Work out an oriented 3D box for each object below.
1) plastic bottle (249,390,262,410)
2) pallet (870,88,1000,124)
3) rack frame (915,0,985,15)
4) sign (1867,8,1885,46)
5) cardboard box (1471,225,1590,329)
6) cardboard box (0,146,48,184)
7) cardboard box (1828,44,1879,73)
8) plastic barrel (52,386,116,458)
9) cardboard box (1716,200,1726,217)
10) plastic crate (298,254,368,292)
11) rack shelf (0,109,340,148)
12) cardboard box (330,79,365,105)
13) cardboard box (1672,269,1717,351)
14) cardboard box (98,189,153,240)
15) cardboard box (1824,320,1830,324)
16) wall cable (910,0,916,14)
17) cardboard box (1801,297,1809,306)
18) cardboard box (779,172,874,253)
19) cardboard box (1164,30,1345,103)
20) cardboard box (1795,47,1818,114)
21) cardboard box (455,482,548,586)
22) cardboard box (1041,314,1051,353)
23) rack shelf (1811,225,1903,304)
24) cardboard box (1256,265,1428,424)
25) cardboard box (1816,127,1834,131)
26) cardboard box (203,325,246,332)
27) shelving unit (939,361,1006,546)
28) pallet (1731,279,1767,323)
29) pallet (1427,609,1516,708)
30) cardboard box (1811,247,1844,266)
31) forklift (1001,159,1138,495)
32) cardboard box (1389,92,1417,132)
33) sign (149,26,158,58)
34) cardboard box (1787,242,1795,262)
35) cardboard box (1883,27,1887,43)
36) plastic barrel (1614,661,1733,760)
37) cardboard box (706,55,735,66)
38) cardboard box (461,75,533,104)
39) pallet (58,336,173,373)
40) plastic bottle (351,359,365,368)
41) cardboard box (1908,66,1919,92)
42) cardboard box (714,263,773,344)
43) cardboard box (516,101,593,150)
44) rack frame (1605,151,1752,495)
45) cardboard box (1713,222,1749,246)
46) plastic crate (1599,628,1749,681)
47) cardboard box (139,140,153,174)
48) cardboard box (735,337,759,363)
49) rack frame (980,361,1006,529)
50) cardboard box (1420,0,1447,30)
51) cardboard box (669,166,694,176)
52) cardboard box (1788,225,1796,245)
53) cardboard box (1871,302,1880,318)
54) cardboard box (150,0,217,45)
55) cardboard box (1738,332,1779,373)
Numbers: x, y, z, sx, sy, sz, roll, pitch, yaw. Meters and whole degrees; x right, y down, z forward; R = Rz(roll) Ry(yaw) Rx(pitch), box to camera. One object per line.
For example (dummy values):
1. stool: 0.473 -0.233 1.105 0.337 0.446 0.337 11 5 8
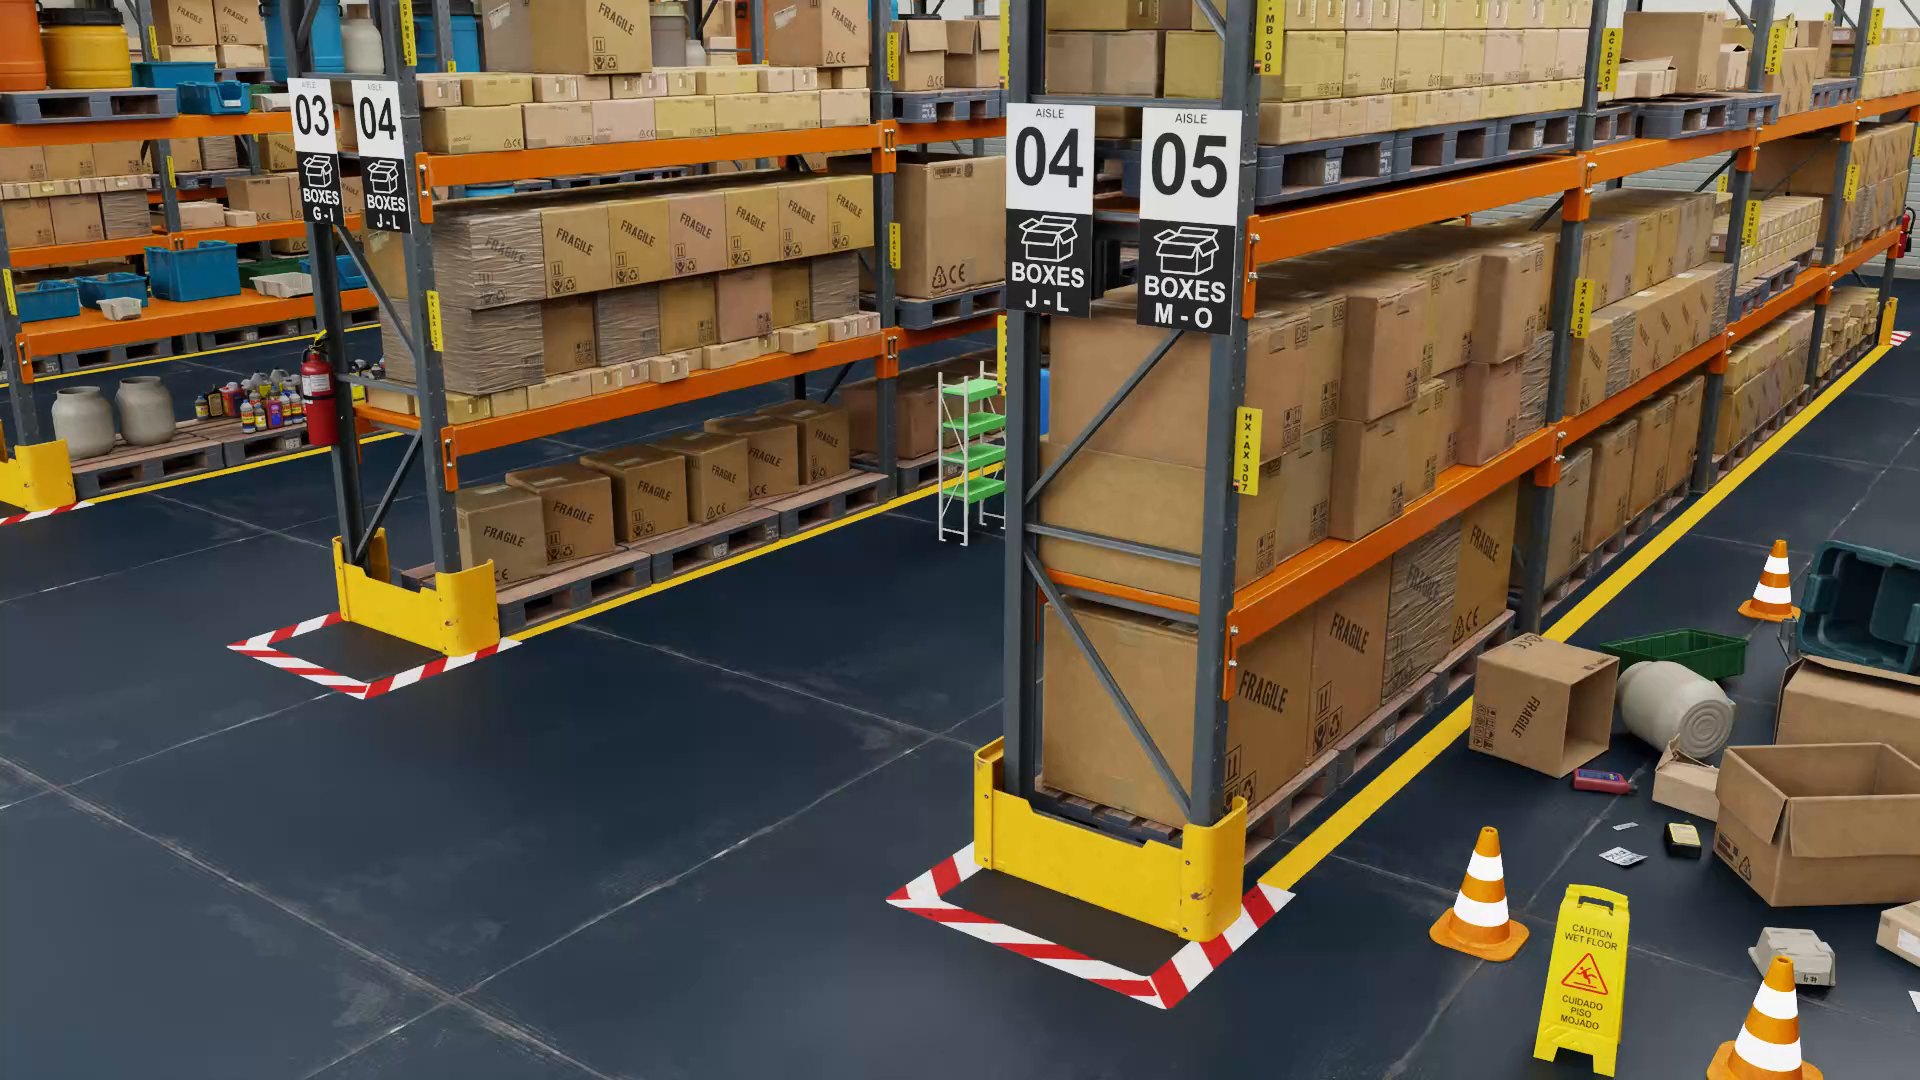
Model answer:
1. plastic bottle: -6.171 -1.212 14.565 0.097 0.201 0.097 0 17 0
2. pallet: -0.465 -3.301 12.575 1.213 0.211 1.003 12 21 35
3. rack frame: -0.130 -7.476 20.644 1.000 3.000 0.127 12 21 35
4. sign: 8.219 -4.605 14.922 0.100 0.325 0.005 12 21 35
5. cardboard box: 3.296 -1.574 9.901 0.700 0.500 0.500 12 21 34
6. cardboard box: -9.731 -3.902 16.896 0.700 0.500 0.500 12 21 35
7. cardboard box: 8.251 -4.507 15.551 0.500 0.250 0.500 13 22 36
8. plastic barrel: -6.949 -0.935 13.185 0.421 0.512 0.421 0 17 0
9. cardboard box: 6.700 -3.000 15.059 0.380 0.149 0.250 12 21 34
10. plastic crate: -5.338 -2.323 14.417 0.499 0.251 0.616 12 21 35
11. rack shelf: -6.088 -3.318 13.526 1.077 0.370 4.000 12 21 35
12. cardboard box: -3.387 -2.550 9.420 0.380 0.149 0.250 12 21 35
13. cardboard box: 5.037 -1.657 11.853 0.500 0.500 0.500 12 21 35
14. cardboard box: -9.132 -3.523 17.861 0.700 0.500 0.500 12 21 33
15. cardboard box: 8.466 -2.128 16.634 0.380 0.149 0.250 12 21 34
16. wall cable: -2.046 -9.980 33.944 3.097 2.526 0.112 12 21 35
17. cardboard box: 8.995 -2.584 18.102 0.380 0.149 0.250 13 22 37
18. cardboard box: -0.966 -2.342 11.871 0.500 0.500 0.500 12 21 35
19. cardboard box: 1.115 -1.798 6.292 0.500 0.250 0.500 12 21 35
20. cardboard box: 6.528 -3.692 13.348 0.500 0.500 0.500 12 21 35
21. cardboard box: -2.917 -0.030 10.289 0.500 0.500 0.500 -15 23 -40
22. cardboard box: 0.782 -1.864 14.898 0.500 0.250 0.500 16 23 41
23. rack shelf: 8.963 -2.968 17.456 1.077 0.370 4.000 12 21 35
24. cardboard box: 1.570 -0.902 7.518 0.875 0.550 0.550 12 21 35
25. cardboard box: 8.750 -4.032 17.313 0.500 0.500 0.500 12 21 33
26. cardboard box: -8.433 -2.521 18.733 0.500 0.250 0.500 12 21 33
27. shelving unit: 0.099 -0.612 11.693 0.258 1.200 0.503 12 21 35
28. pallet: 5.727 -1.979 13.383 1.213 0.211 1.003 12 21 35
29. pallet: 2.489 0.569 9.554 1.003 0.211 1.213 12 21 35
30. cardboard box: 8.203 -2.725 15.884 0.380 0.149 0.250 13 22 37
31. forklift: 1.677 -1.910 12.951 1.130 2.935 3.031 15 23 40
32. cardboard box: 1.684 -1.803 6.982 0.380 0.149 0.250 13 21 35
33. sign: -8.426 -5.201 17.371 0.100 0.325 0.005 12 21 35
34. cardboard box: 7.078 -2.538 14.575 0.380 0.149 0.250 11 21 32
35. cardboard box: 8.761 -4.899 16.143 0.380 0.149 0.250 12 21 33
36. plastic barrel: 3.560 0.842 8.319 0.421 0.421 0.512 -4 18 -13
37. cardboard box: -3.617 -6.920 24.165 0.500 0.250 0.500 12 21 35
38. cardboard box: -2.669 -2.580 9.517 0.380 0.149 0.250 12 21 34
39. pallet: -9.380 -2.068 18.047 1.003 0.211 1.213 12 21 35
40. plastic bottle: -5.609 -1.534 15.478 0.152 0.276 0.135 13 22 37
41. cardboard box: 9.798 -4.871 17.566 0.500 0.250 0.500 12 21 35
42. cardboard box: -1.780 -1.674 11.406 0.875 0.500 0.500 12 21 35
43. cardboard box: -2.505 -2.431 9.711 0.500 0.250 0.500 12 21 33
44. rack frame: 5.388 -1.882 12.748 1.000 3.000 0.127 12 21 35
45. cardboard box: 6.126 -2.445 13.272 0.380 0.149 0.250 12 21 34
46. plastic crate: 3.953 0.659 9.209 0.662 0.188 0.450 -7 9 -22
47. cardboard box: -11.466 -5.252 22.689 0.700 0.500 0.500 12 21 35
48. cardboard box: -1.595 -1.318 11.354 0.380 0.149 0.250 12 21 35
49. rack frame: 0.244 -0.671 11.880 0.240 1.200 0.015 12 21 35
50. cardboard box: 1.834 -2.244 7.058 0.380 0.149 0.250 12 21 34
51. cardboard box: -4.014 -5.699 24.870 0.500 0.500 0.500 13 21 36
52. cardboard box: 7.071 -2.679 14.526 0.380 0.149 0.250 11 20 32
53. cardboard box: 10.069 -2.593 18.633 0.380 0.149 0.250 12 21 33
54. cardboard box: -8.473 -5.641 18.074 0.500 0.500 0.500 13 21 35
55. cardboard box: 6.600 -1.605 14.097 0.500 0.250 0.500 13 21 35
